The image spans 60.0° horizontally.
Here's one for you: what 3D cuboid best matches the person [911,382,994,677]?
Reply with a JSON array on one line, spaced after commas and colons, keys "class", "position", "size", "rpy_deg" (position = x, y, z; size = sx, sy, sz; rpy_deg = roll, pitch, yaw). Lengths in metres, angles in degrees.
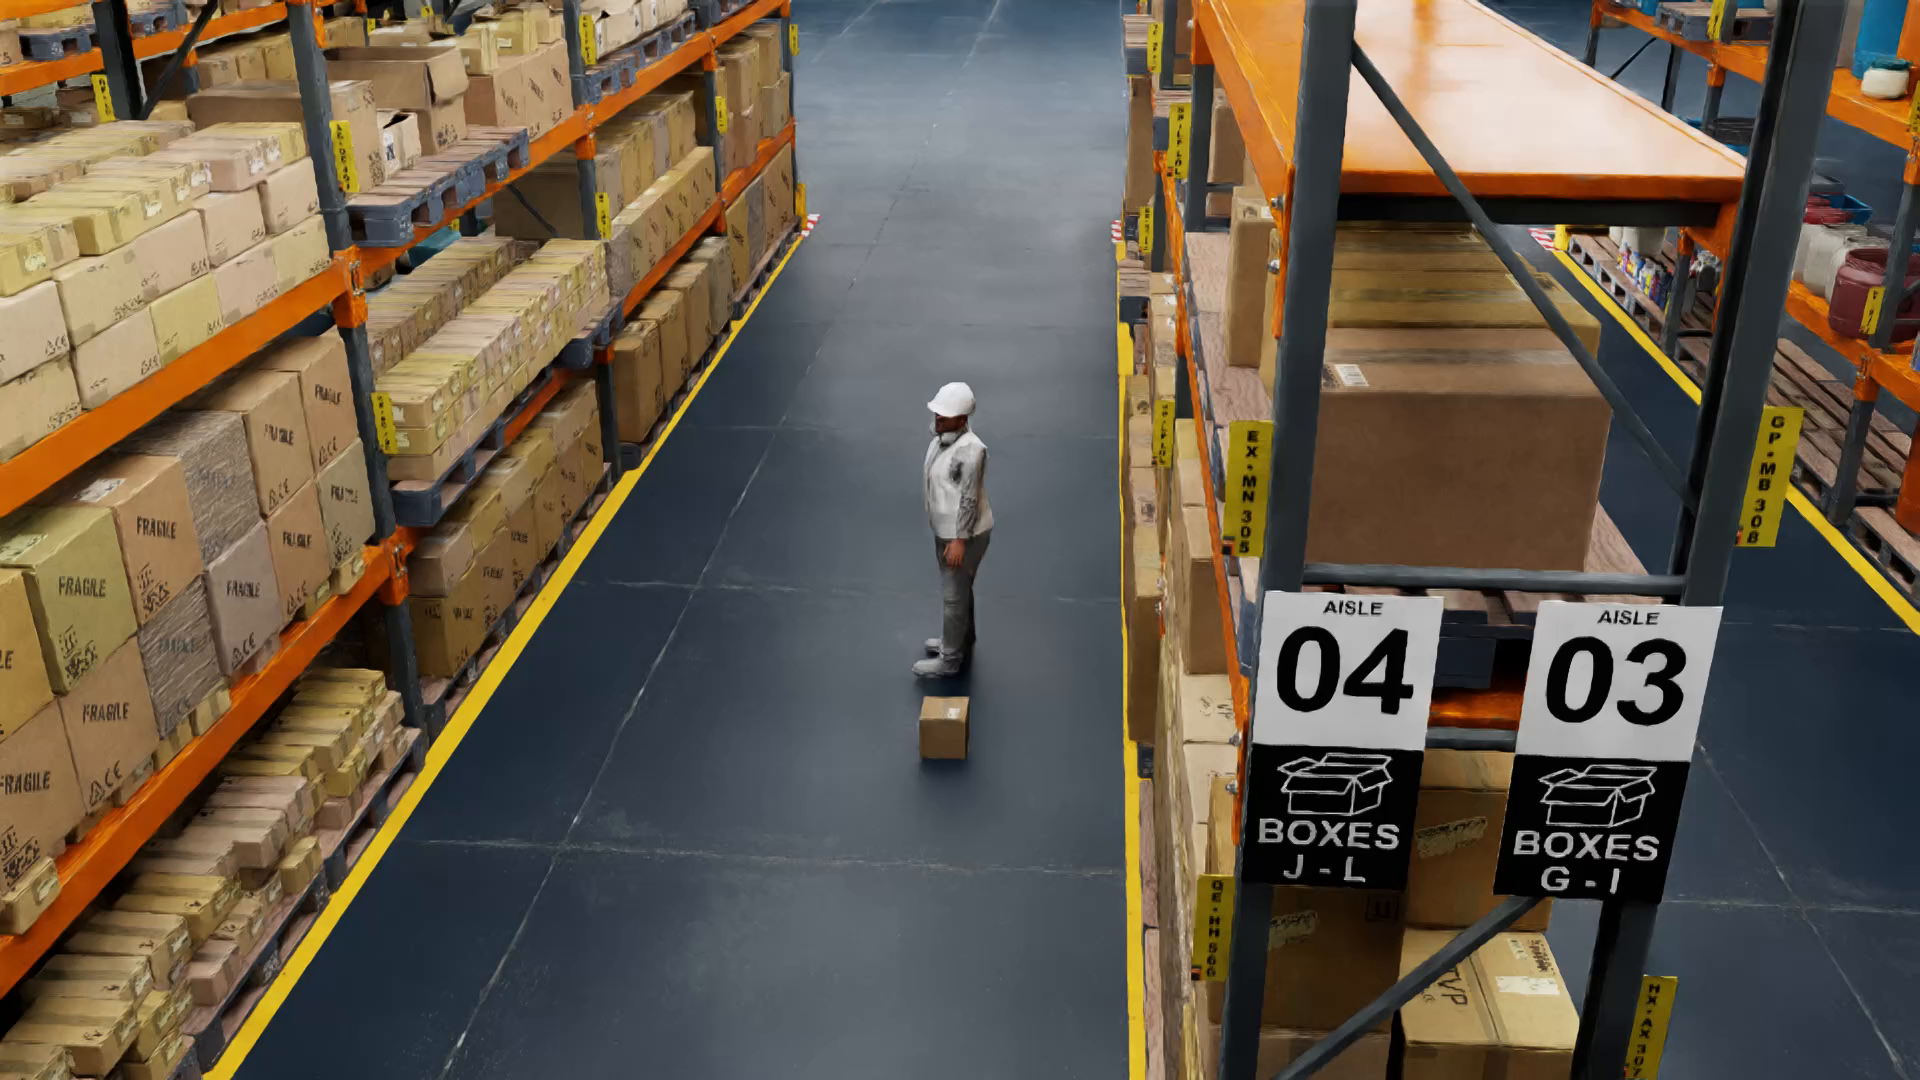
[{"class": "person", "position": [-0.098, -0.073, 9.681], "size": [0.521, 1.782, 0.593], "rpy_deg": [-9, 26, -19]}]
